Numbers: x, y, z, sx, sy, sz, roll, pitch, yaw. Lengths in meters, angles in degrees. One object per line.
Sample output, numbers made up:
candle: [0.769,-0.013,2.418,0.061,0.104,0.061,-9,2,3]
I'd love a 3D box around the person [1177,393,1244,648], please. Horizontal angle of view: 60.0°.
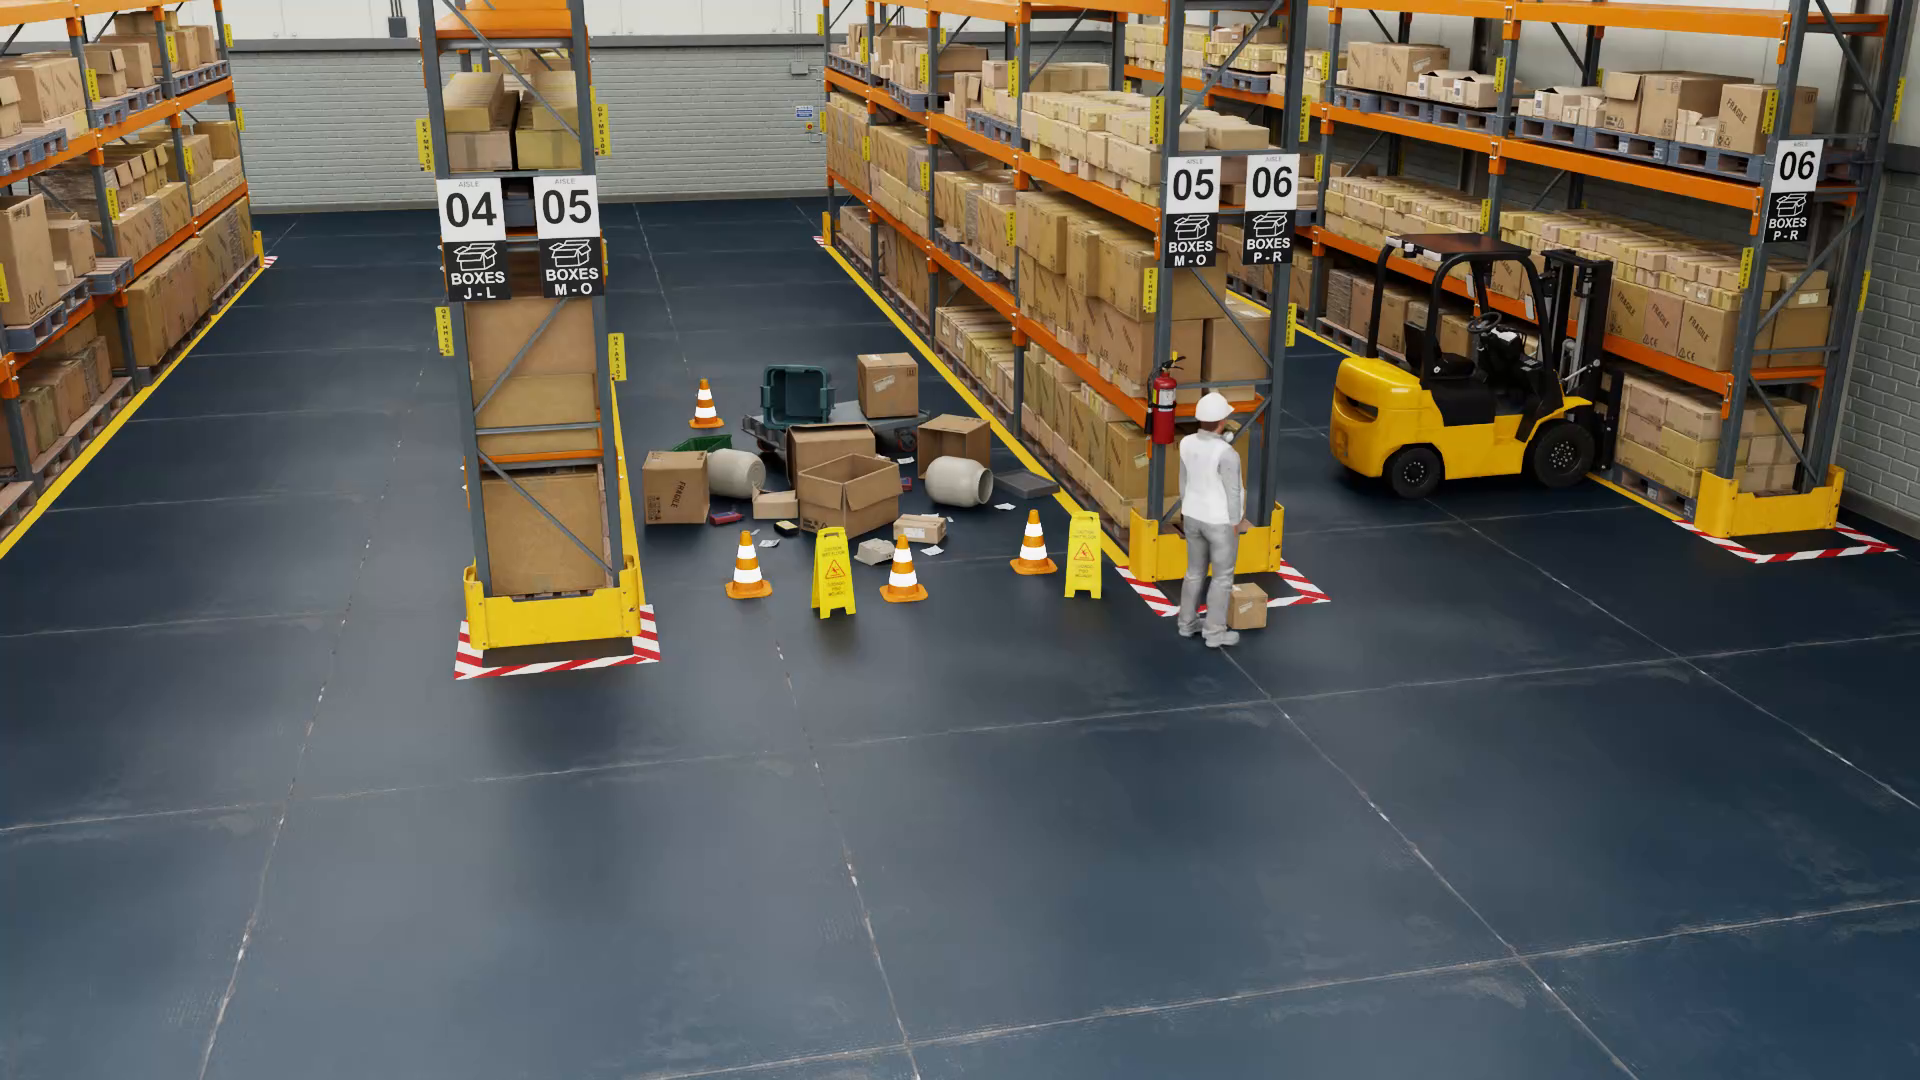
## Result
person: [1.730,-0.155,11.480,0.359,1.774,0.531,-15,25,-37]
